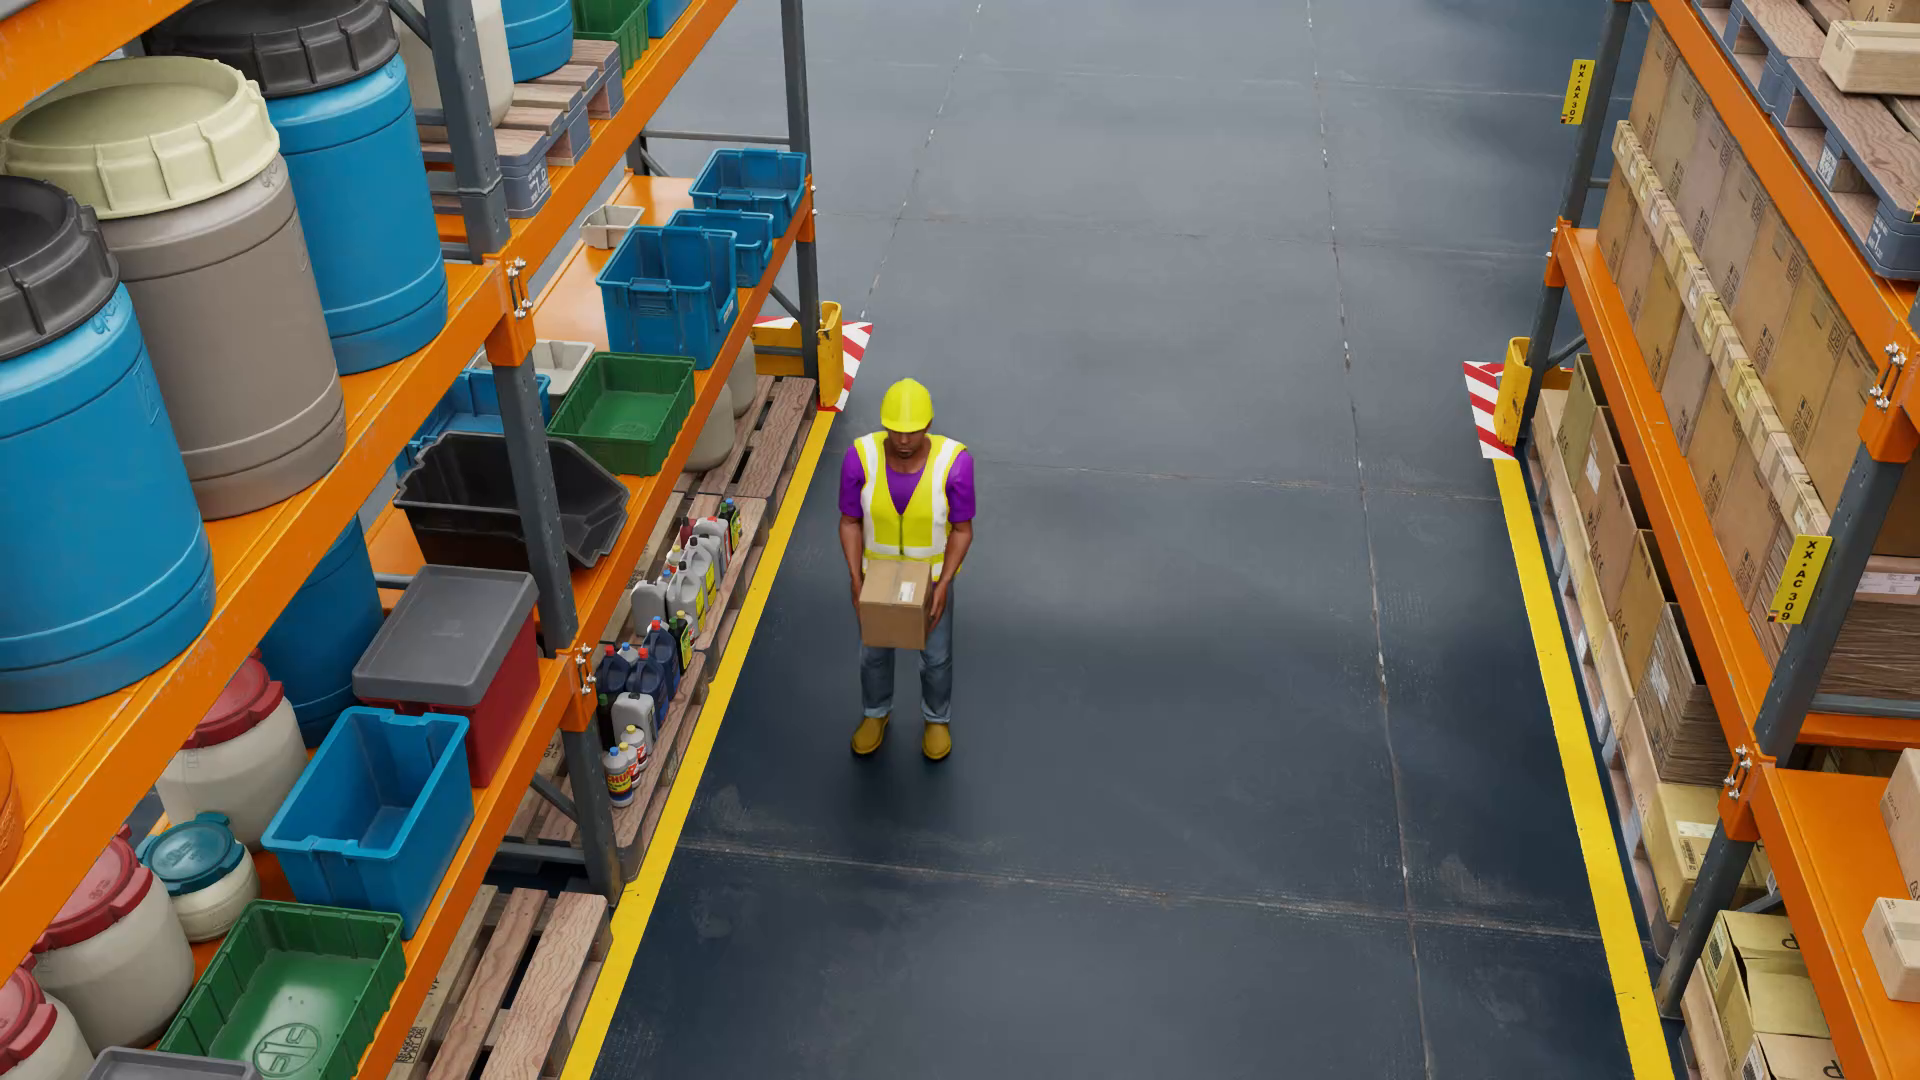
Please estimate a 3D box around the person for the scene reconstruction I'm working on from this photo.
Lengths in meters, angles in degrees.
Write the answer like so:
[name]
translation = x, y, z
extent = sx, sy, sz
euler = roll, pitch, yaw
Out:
[person]
translation = -0.222, 0.165, 6.791
extent = 0.558, 1.769, 0.520
euler = 4, 36, 6
